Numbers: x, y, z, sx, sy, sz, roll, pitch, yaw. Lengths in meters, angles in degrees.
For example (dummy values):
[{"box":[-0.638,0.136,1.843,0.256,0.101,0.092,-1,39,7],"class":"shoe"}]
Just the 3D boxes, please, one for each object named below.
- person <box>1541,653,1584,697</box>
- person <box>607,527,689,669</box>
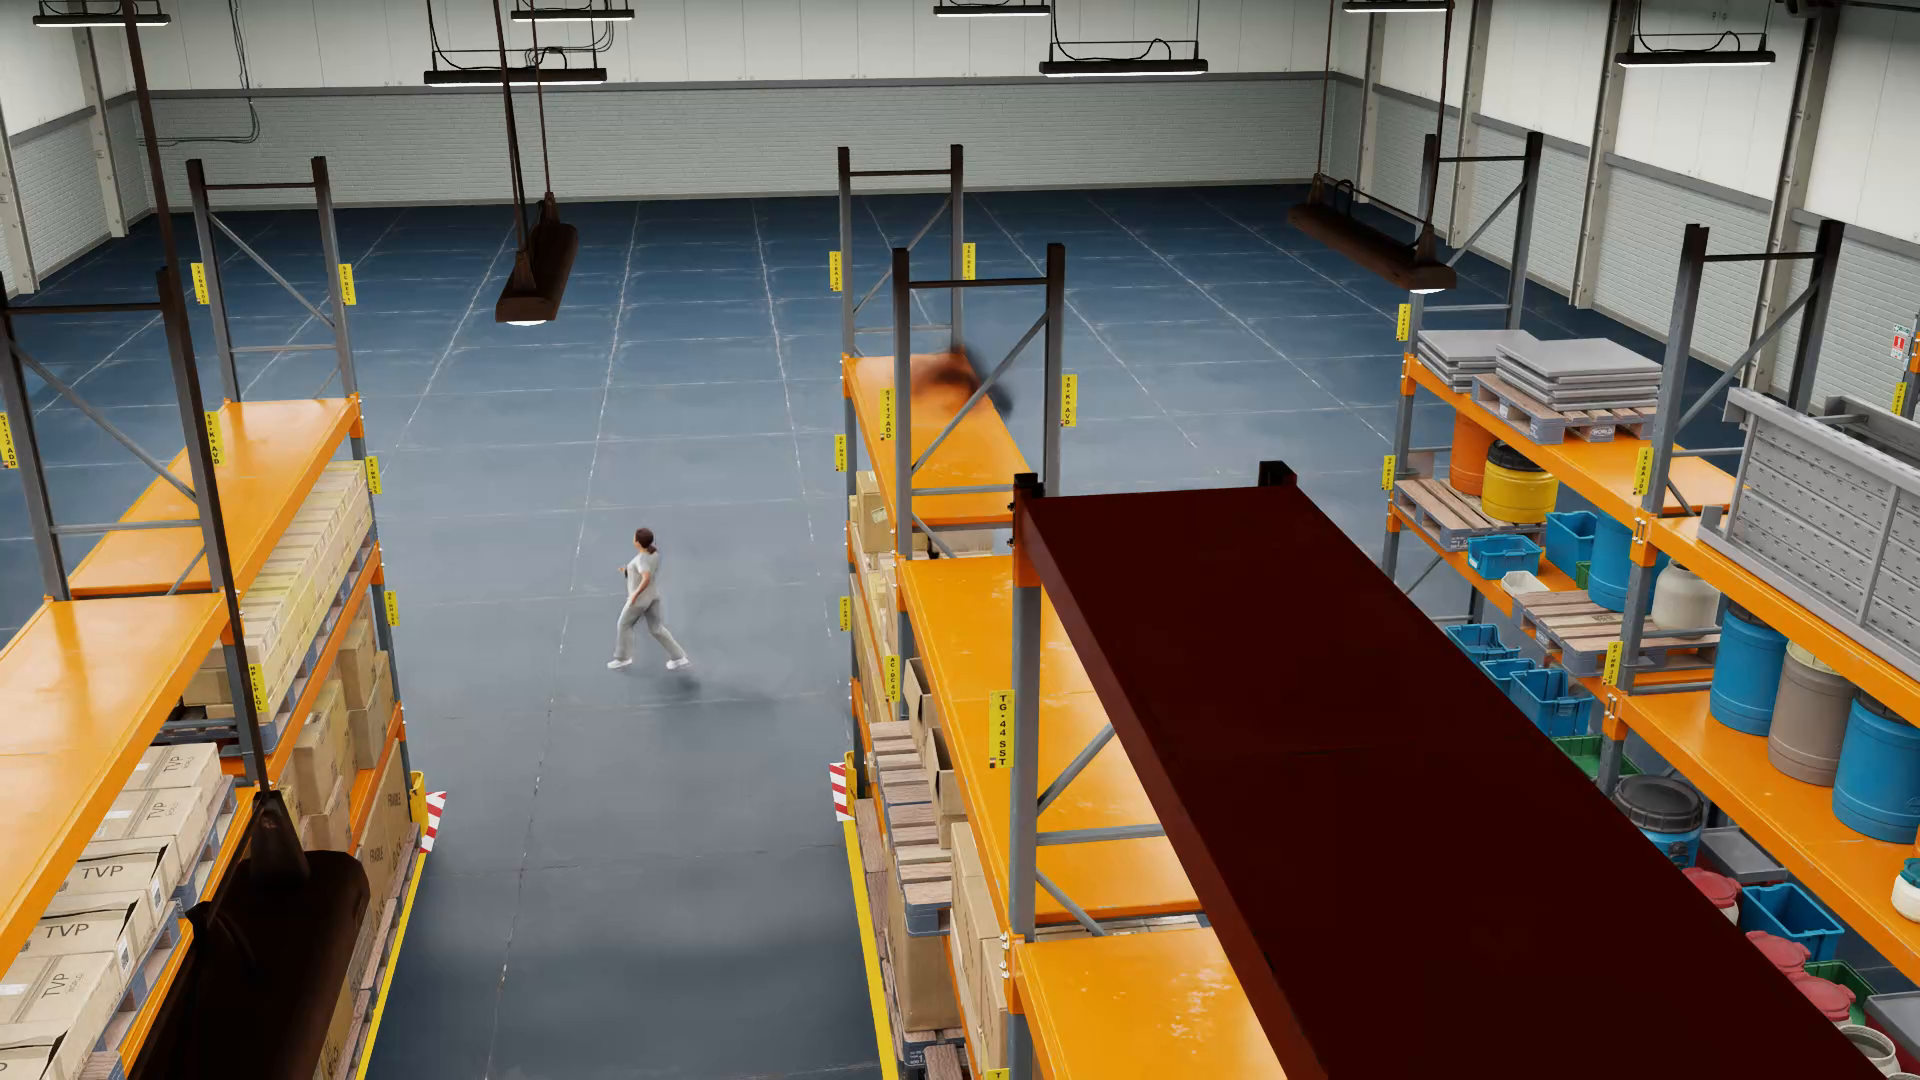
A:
[{"box":[5.914,1.279,16.158,0.695,1.697,0.549,-6,22,-15],"class":"person"},{"box":[-3.382,0.652,17.713,0.965,1.668,0.572,10,24,24],"class":"person"}]
